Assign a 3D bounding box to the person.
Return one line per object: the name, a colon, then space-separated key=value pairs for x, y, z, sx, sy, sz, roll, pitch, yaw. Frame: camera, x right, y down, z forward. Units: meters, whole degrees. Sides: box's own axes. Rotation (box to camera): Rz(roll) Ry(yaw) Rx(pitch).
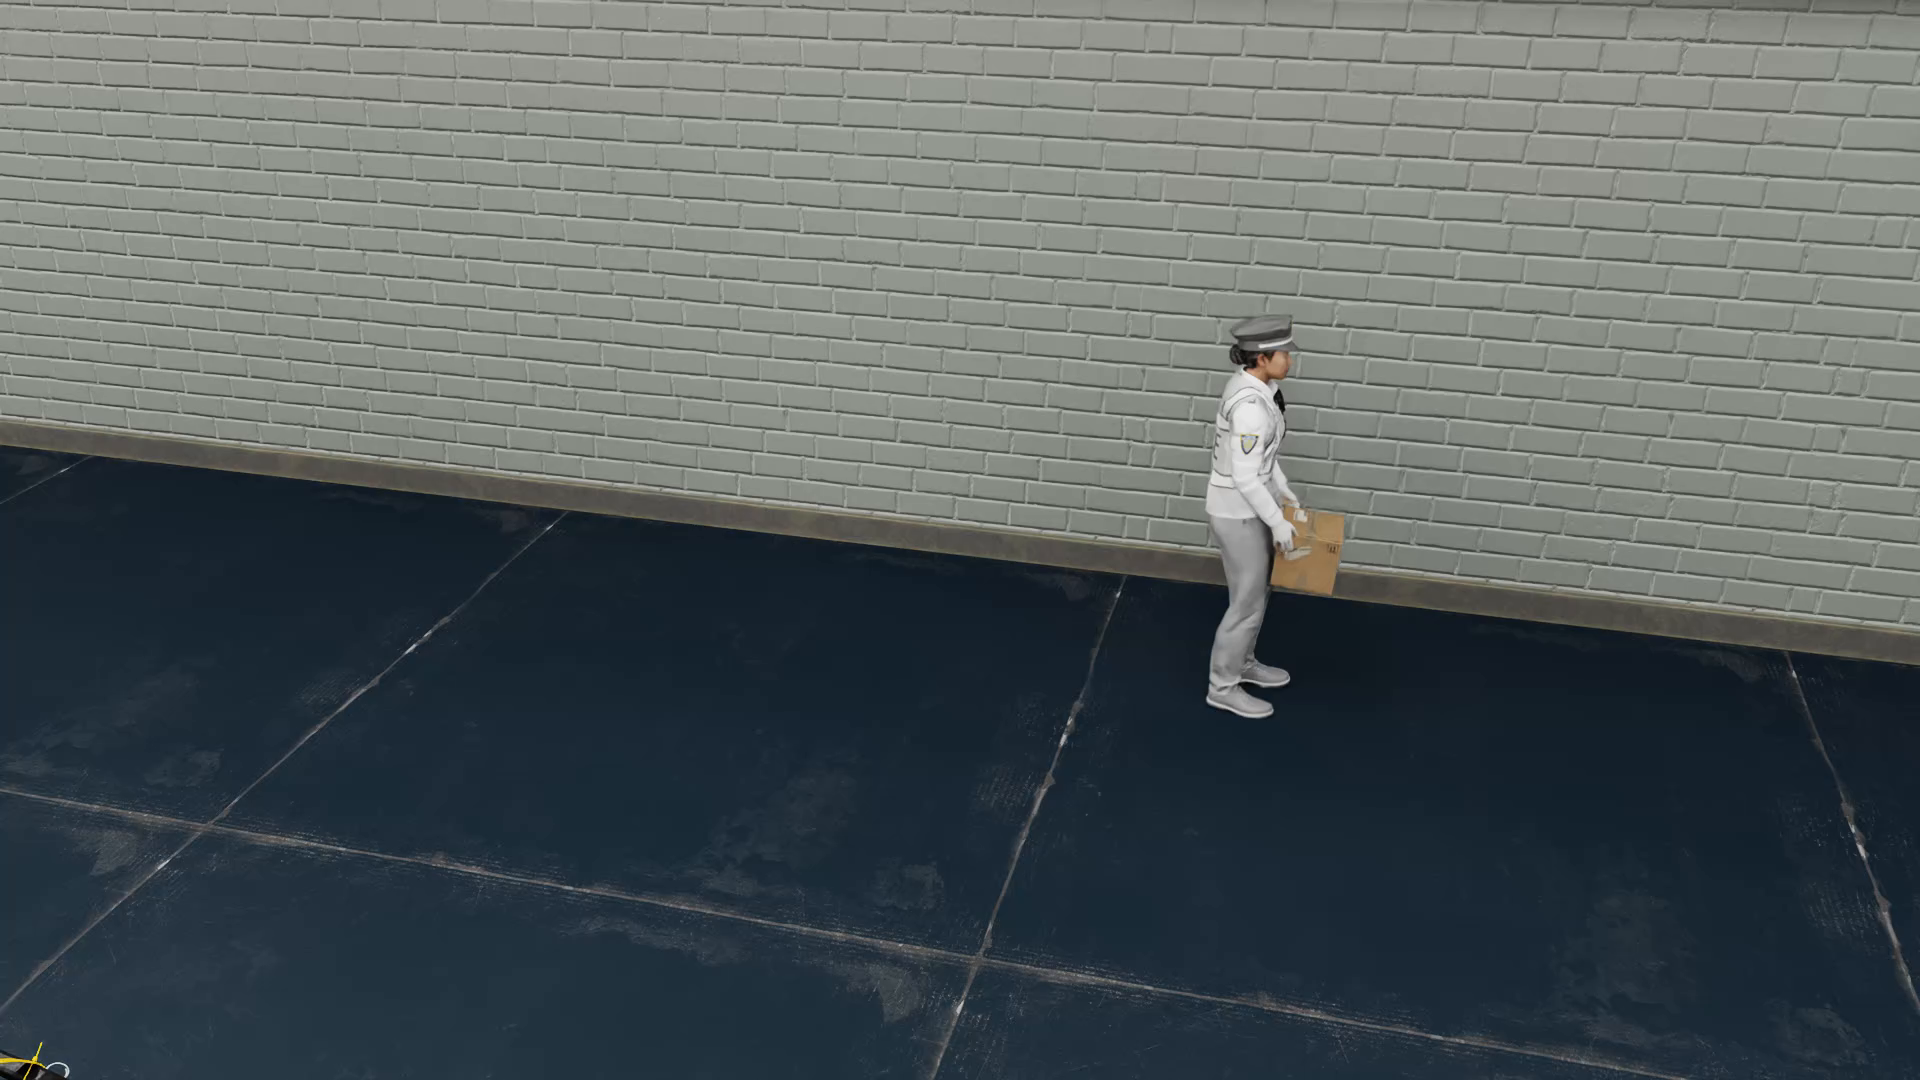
person: x=1.210 y=-0.113 z=6.823 sx=0.410 sy=1.680 sz=0.502 roll=6 pitch=26 yaw=12
